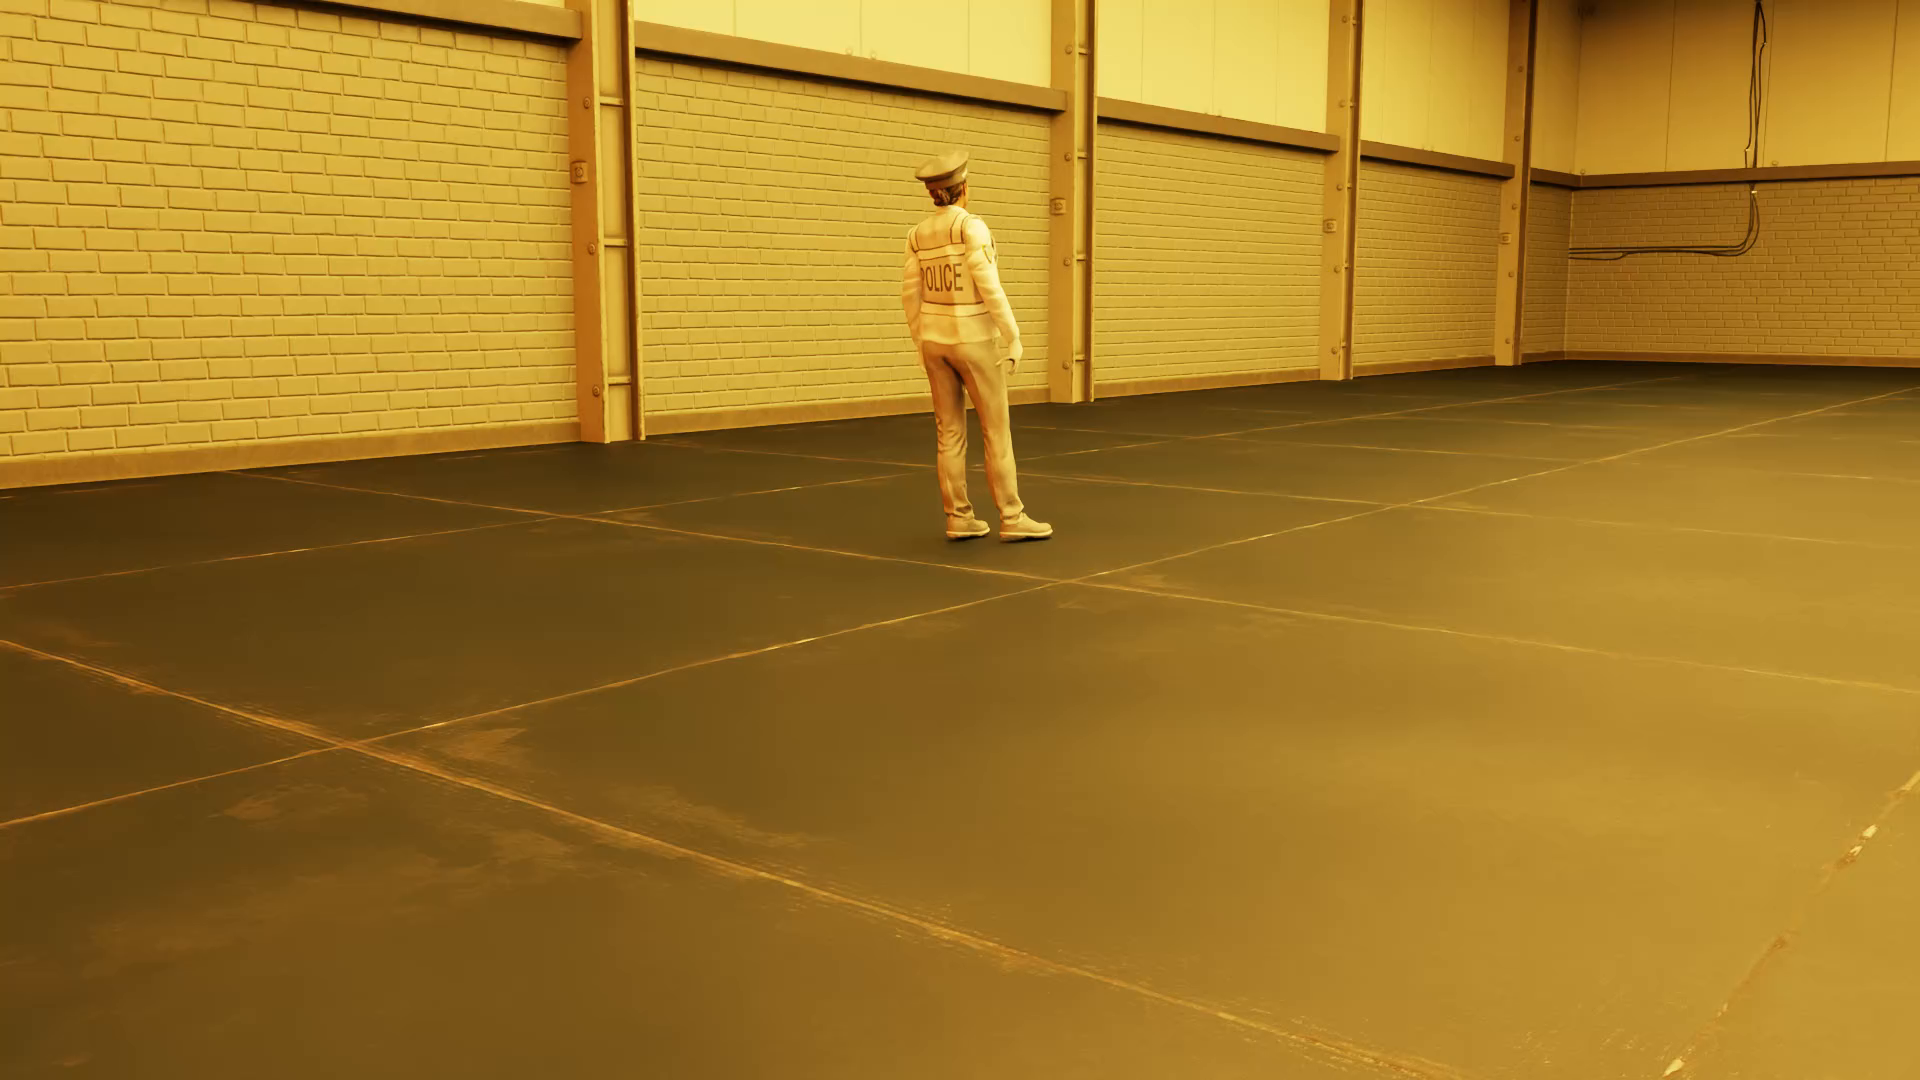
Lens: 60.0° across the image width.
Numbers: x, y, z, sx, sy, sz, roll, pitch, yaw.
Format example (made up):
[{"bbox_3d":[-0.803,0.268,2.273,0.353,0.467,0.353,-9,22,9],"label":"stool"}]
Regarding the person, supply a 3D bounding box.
[{"bbox_3d":[0.048,-0.853,7.330,0.587,1.695,0.531,7,11,38],"label":"person"}]
